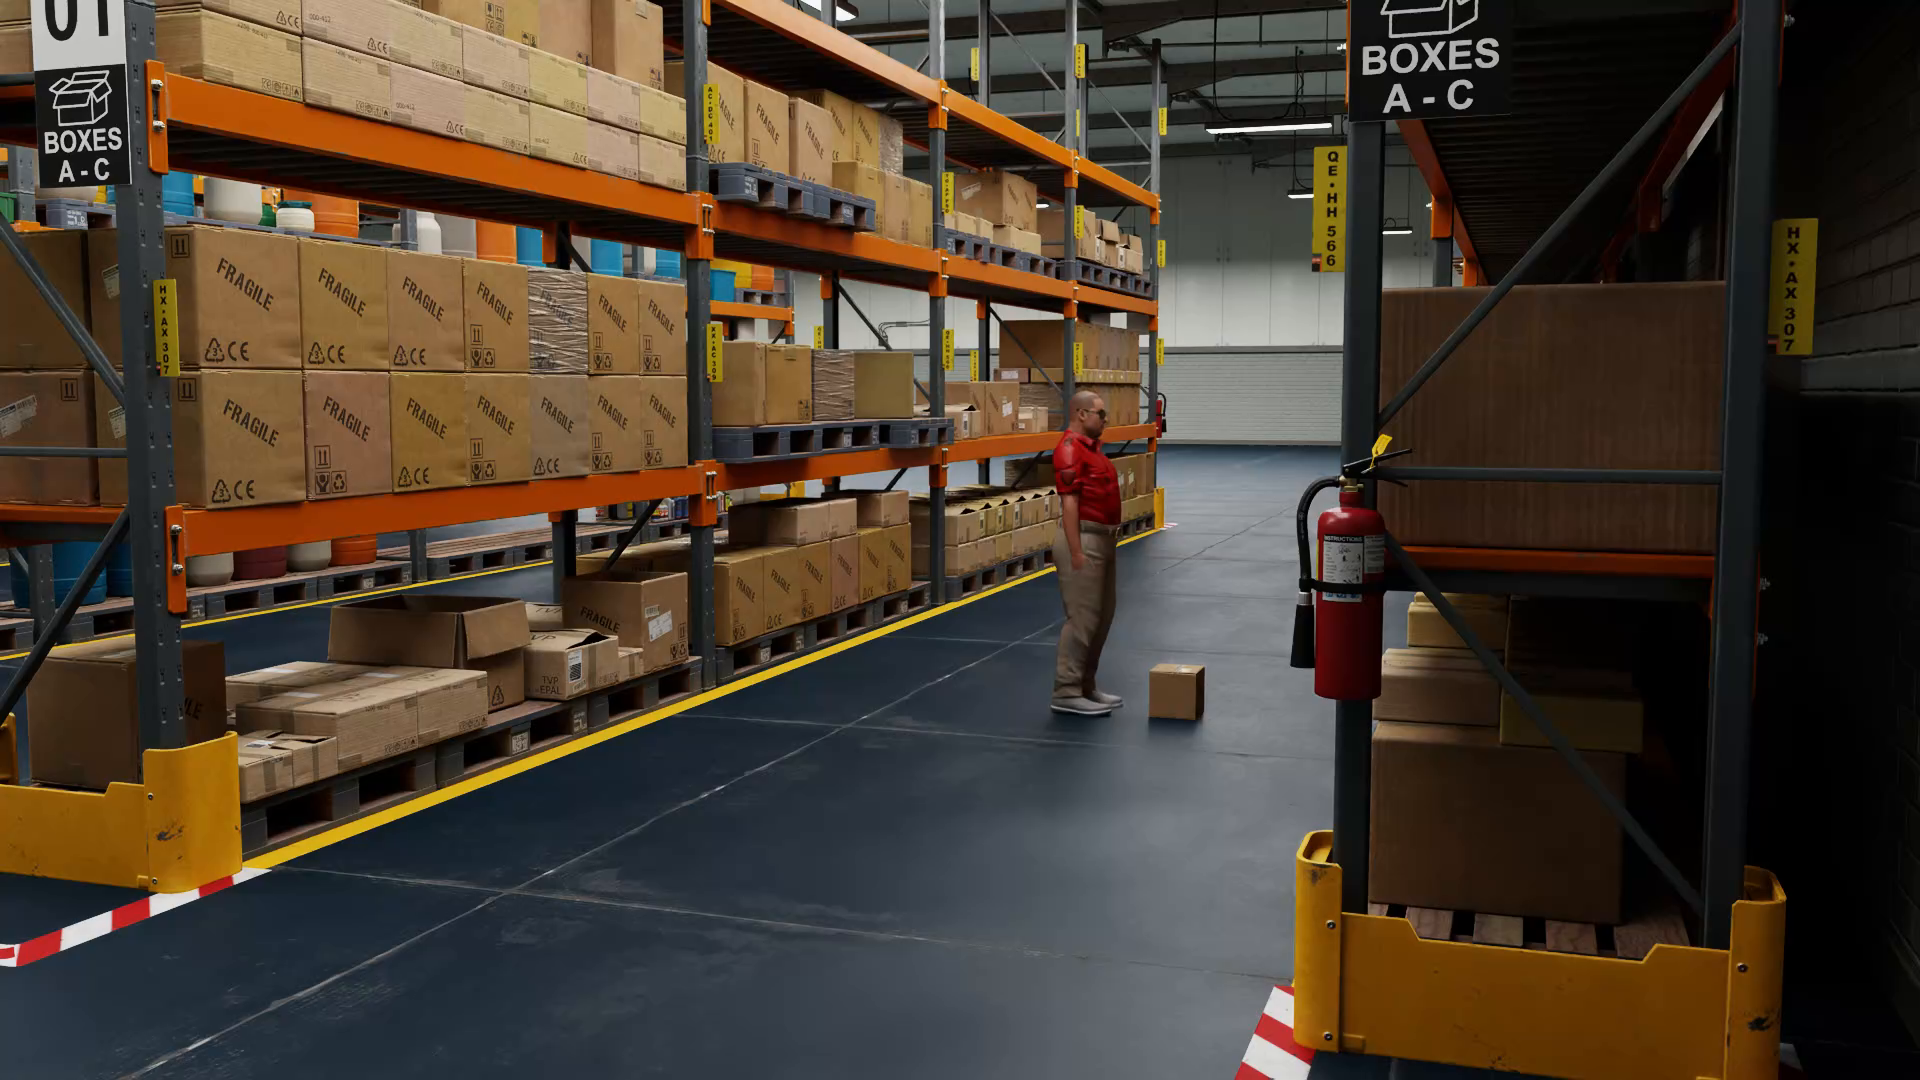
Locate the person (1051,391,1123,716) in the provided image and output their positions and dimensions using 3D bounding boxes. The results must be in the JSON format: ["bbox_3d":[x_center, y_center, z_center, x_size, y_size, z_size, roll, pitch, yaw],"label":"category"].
[{"bbox_3d":[0.703,0.063,8.961,0.360,1.726,0.528,2,5,20],"label":"person"}]
